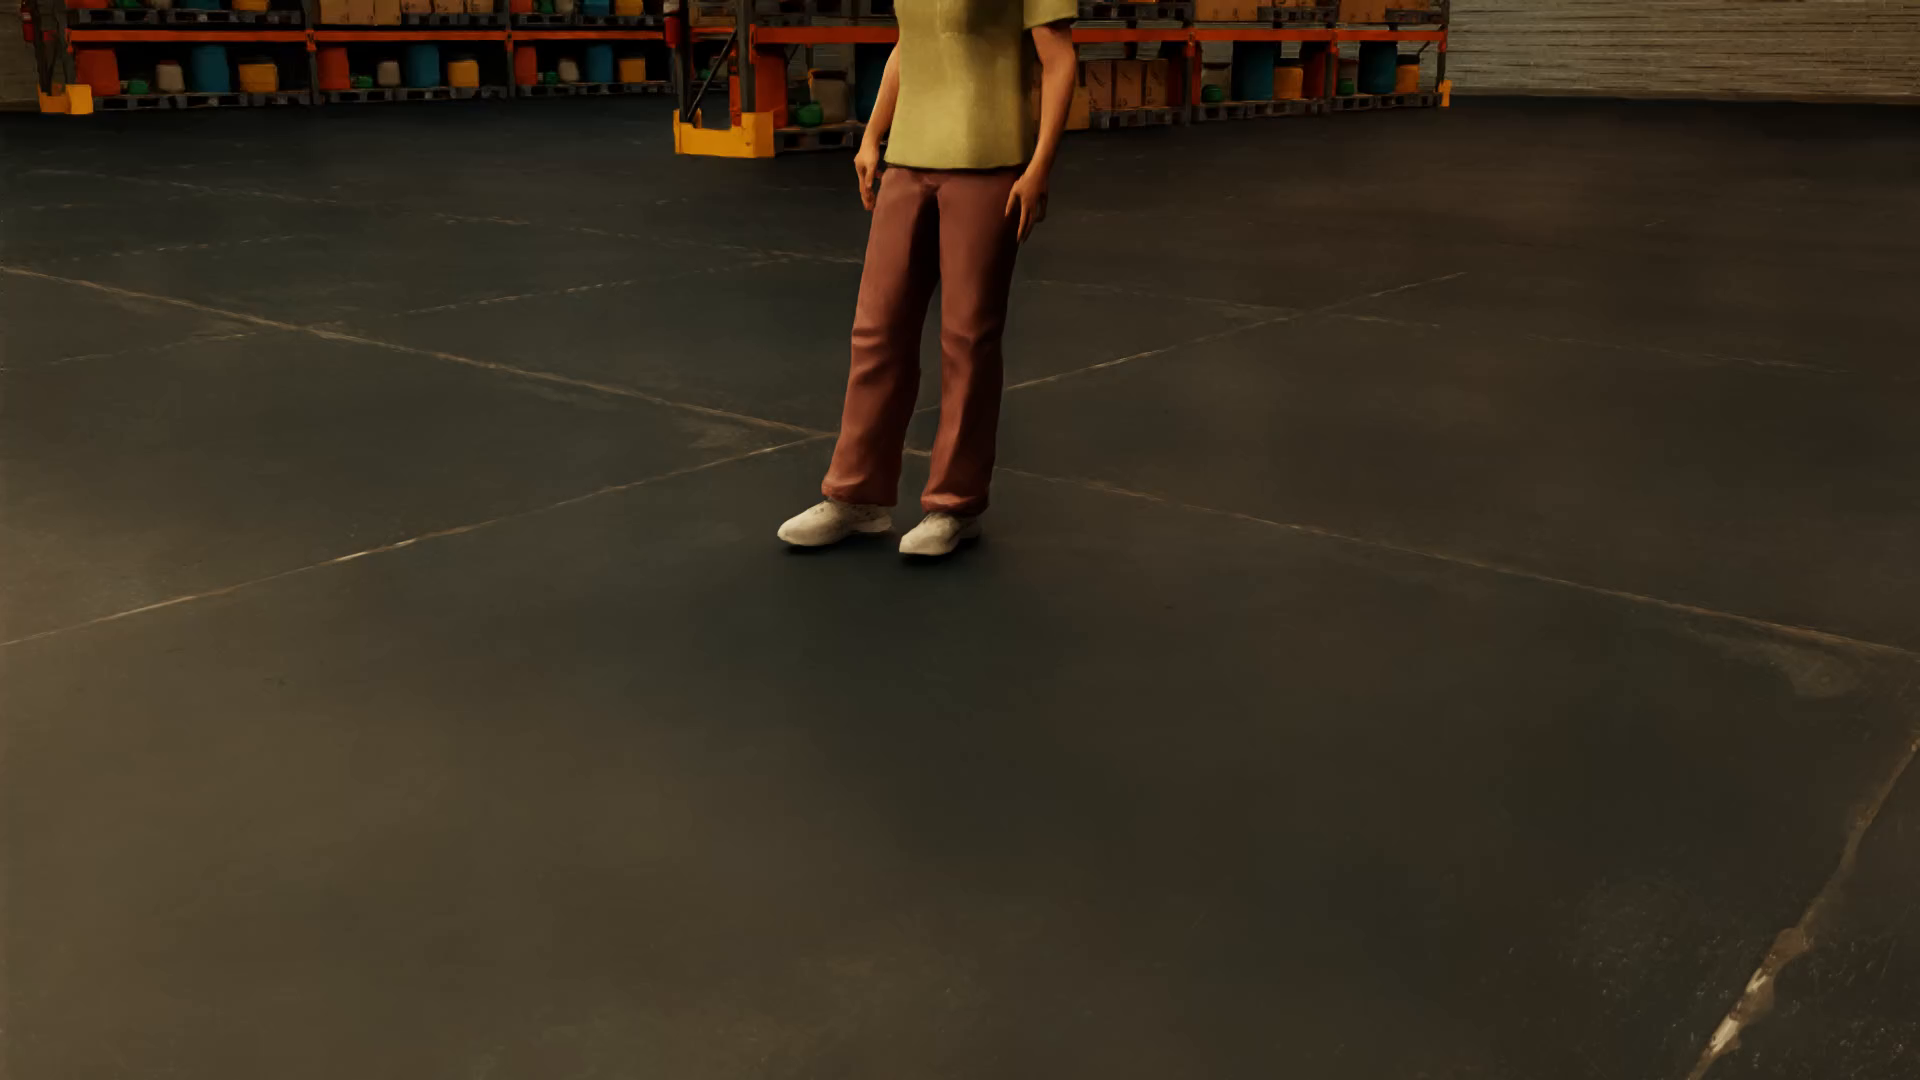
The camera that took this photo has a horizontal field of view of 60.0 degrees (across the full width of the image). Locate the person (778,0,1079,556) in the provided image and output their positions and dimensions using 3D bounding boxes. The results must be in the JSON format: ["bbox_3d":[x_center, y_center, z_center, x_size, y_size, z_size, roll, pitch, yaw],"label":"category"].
[{"bbox_3d":[-0.055,-0.794,3.648,0.554,1.674,0.548,13,21,37],"label":"person"}]
